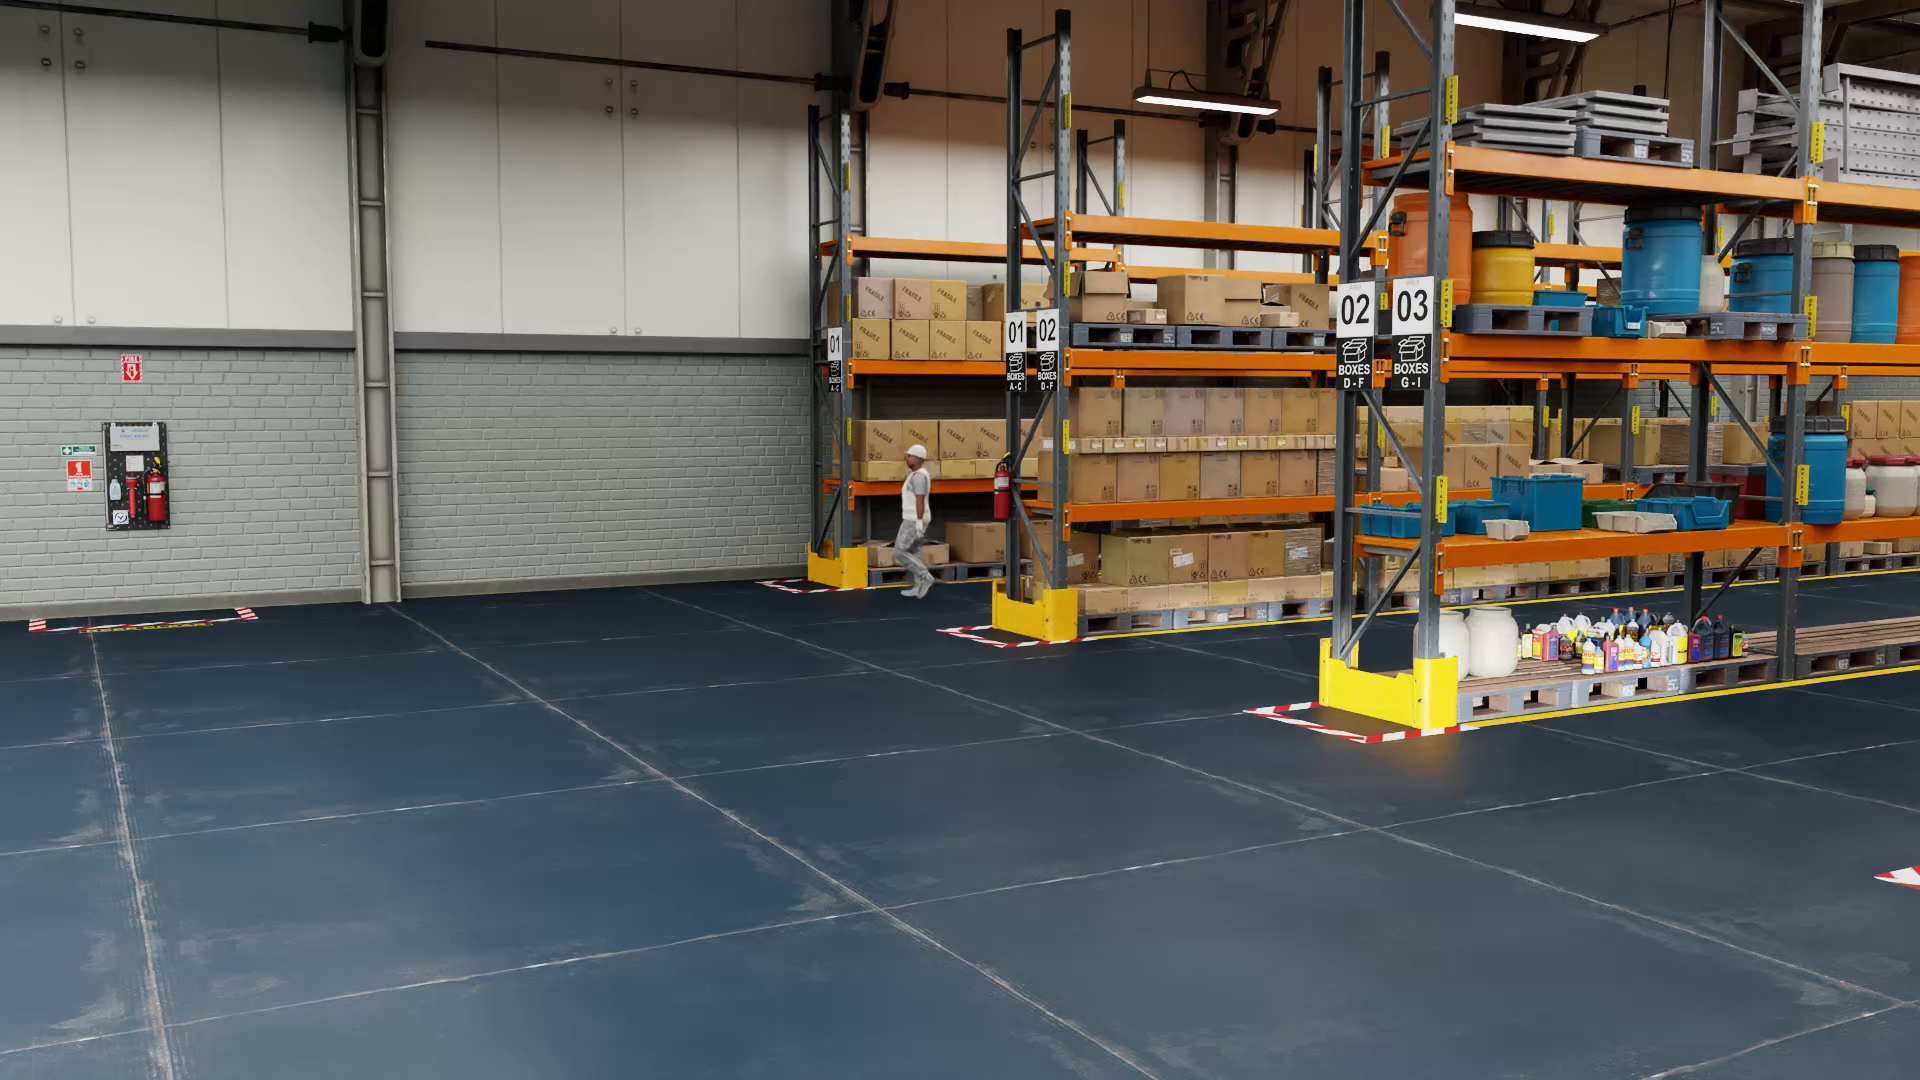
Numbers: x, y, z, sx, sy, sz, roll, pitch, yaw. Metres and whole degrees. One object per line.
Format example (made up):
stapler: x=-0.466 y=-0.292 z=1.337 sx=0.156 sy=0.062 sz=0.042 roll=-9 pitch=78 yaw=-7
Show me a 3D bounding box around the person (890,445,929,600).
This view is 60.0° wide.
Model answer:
person: x=-0.584 y=-0.206 z=19.316 sx=0.441 sy=1.806 sz=0.566 roll=0 pitch=5 yaw=3
